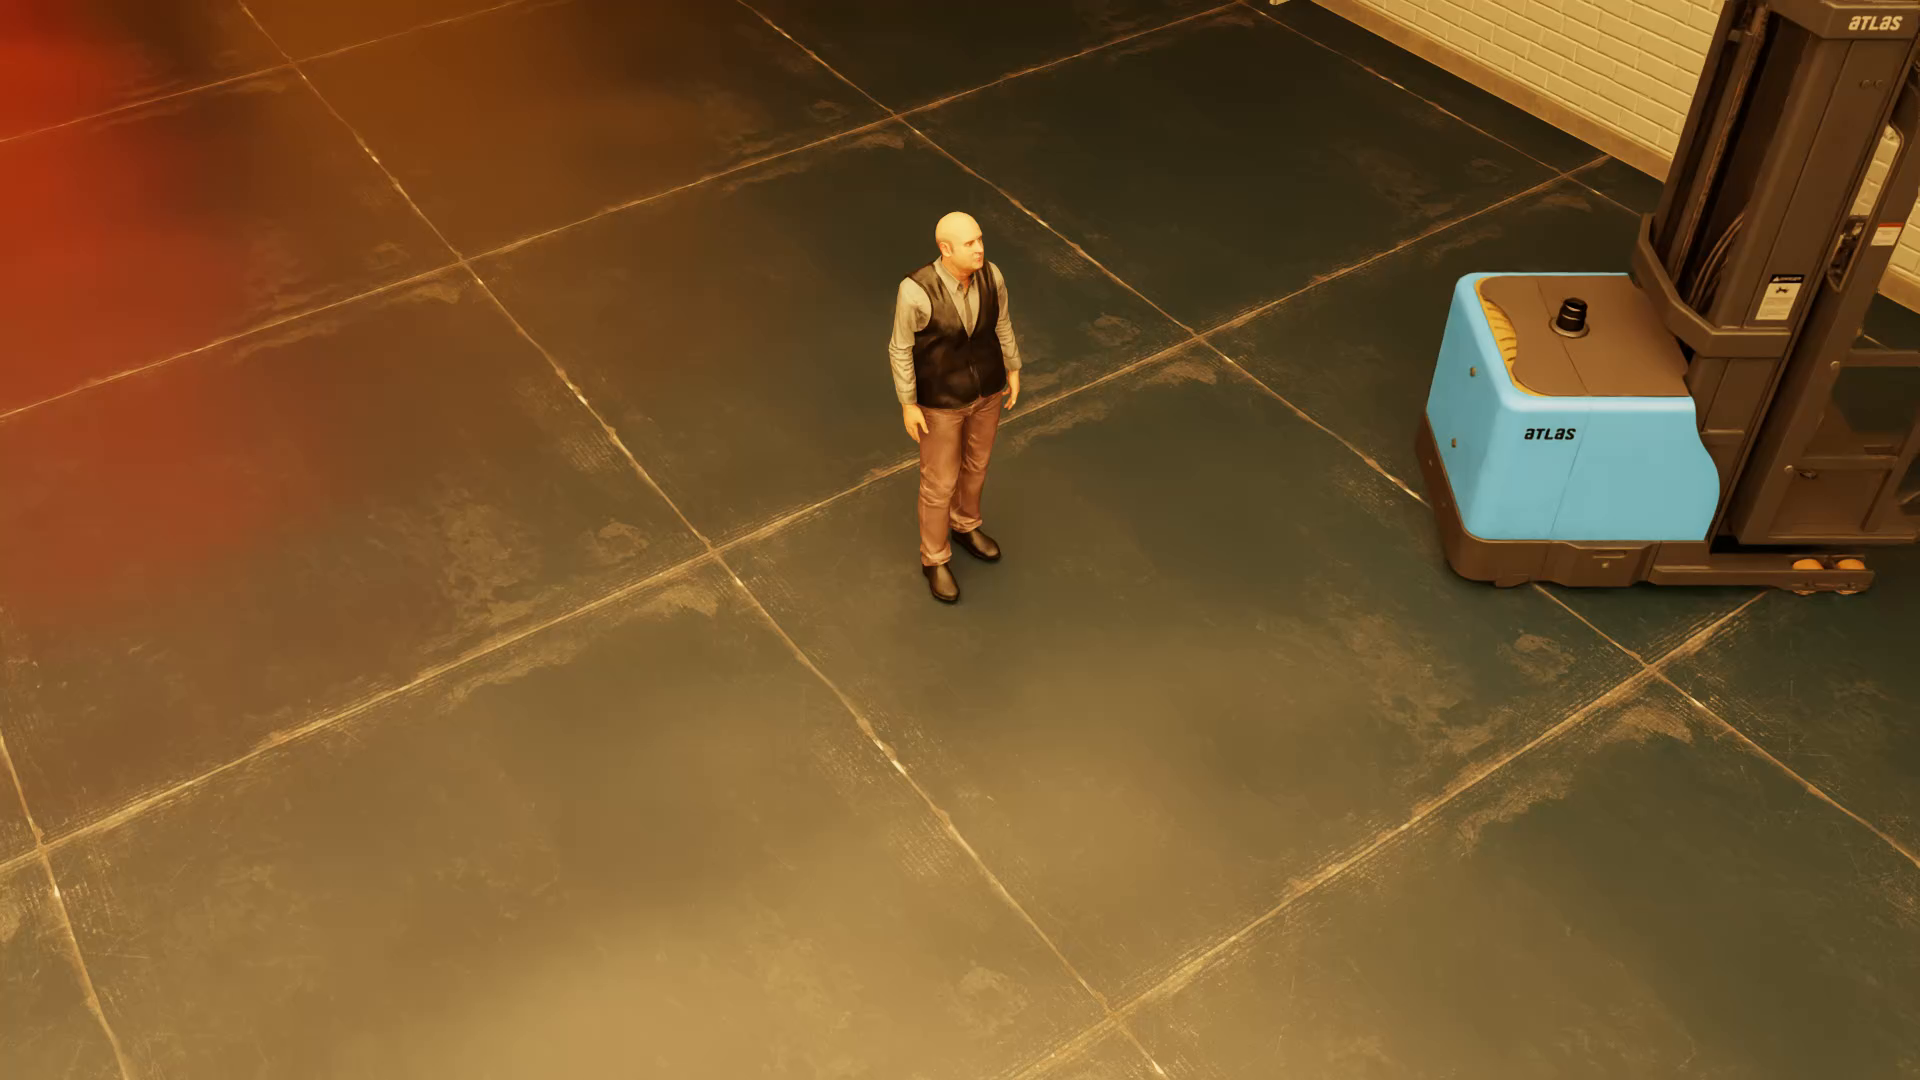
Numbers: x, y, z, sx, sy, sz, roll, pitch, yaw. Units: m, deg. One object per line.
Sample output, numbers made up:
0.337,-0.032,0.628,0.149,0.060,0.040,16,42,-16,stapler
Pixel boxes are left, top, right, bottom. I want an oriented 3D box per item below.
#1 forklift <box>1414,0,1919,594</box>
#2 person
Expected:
3.772,-1.193,7.010,3.031,2.935,1.130,0,43,0,forklift
0.028,-0.601,7.249,0.632,1.720,0.568,-25,48,-25,person
